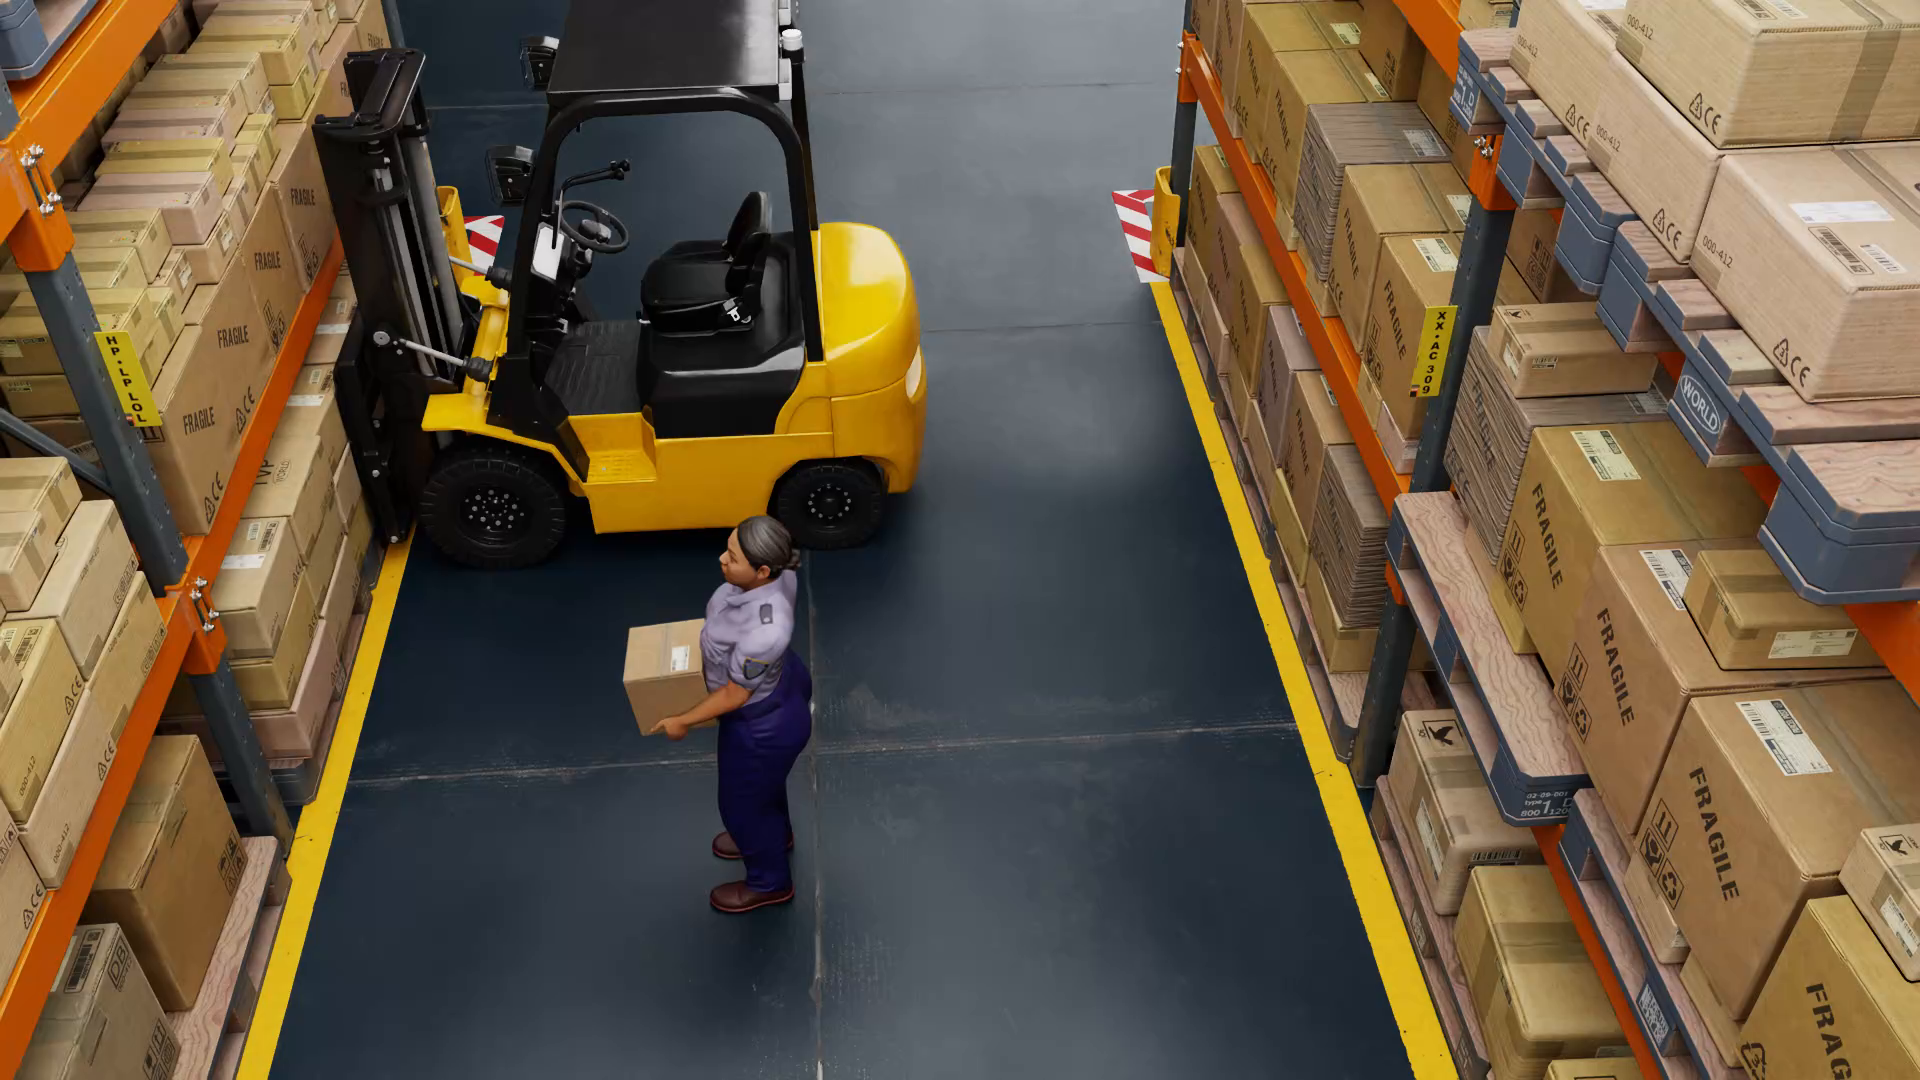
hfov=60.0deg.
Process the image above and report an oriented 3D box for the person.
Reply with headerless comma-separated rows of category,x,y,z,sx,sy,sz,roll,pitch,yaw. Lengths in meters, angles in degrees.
person,-0.740,0.577,5.483,0.517,1.624,0.453,-2,39,-3
